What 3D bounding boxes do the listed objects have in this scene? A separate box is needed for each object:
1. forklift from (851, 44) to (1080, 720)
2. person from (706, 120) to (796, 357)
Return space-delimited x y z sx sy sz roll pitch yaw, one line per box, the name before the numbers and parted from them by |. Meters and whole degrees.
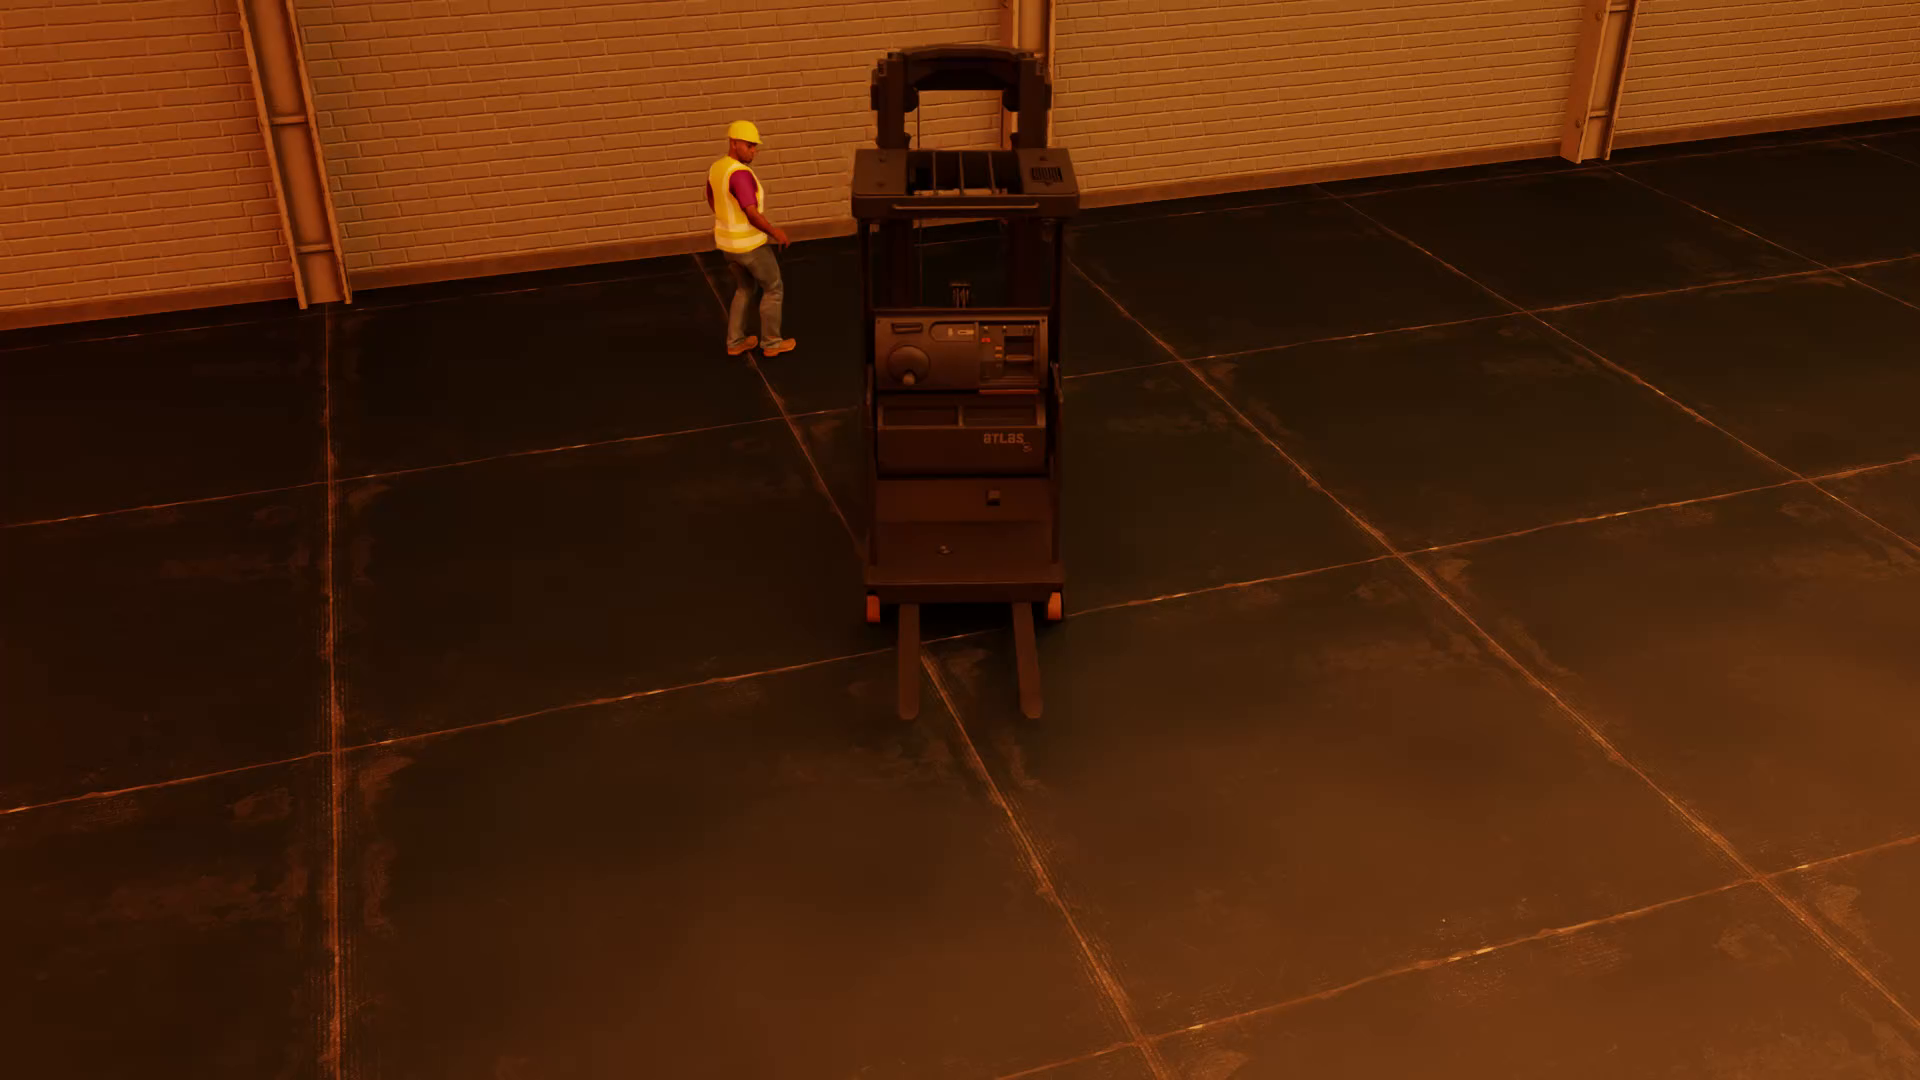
forklift | 0.016 -0.966 8.766 1.130 2.935 3.031 -1 30 -1
person | -1.533 -2.189 12.106 0.510 1.727 0.778 -23 37 -34
